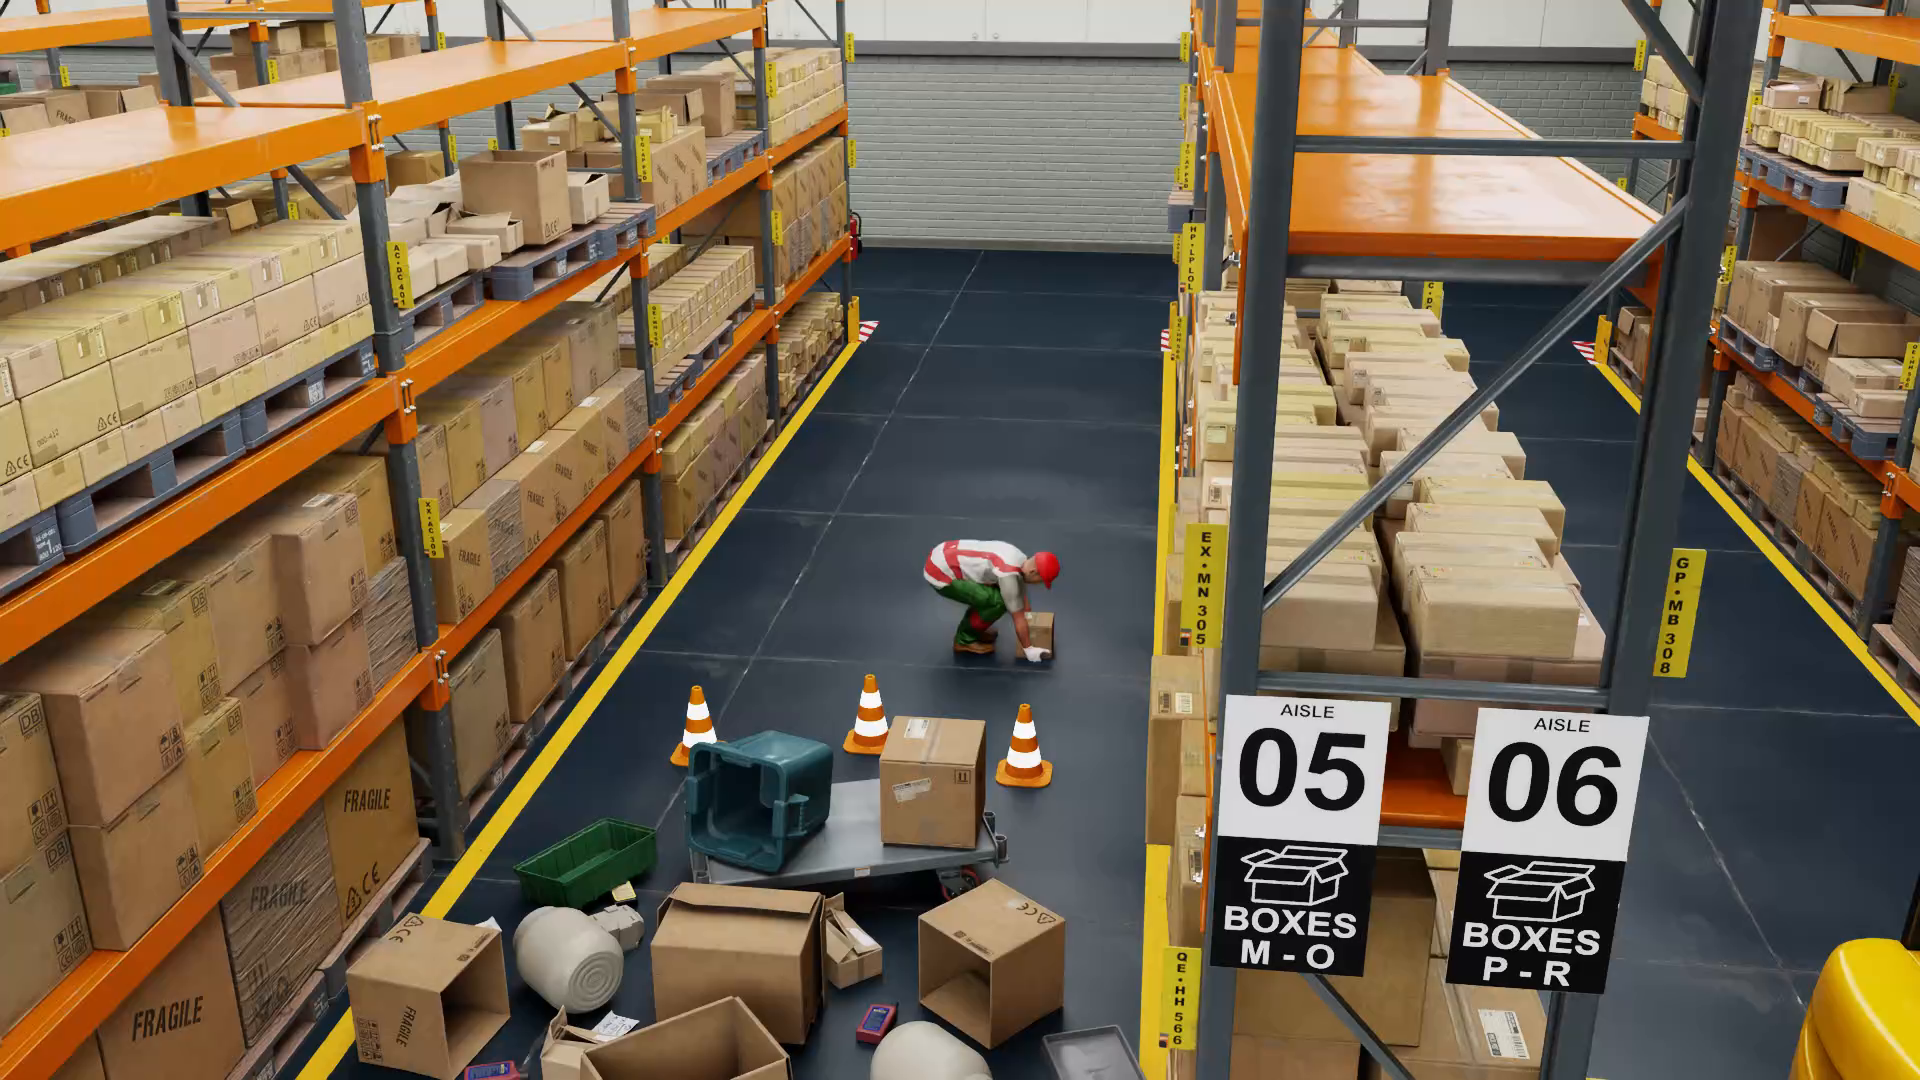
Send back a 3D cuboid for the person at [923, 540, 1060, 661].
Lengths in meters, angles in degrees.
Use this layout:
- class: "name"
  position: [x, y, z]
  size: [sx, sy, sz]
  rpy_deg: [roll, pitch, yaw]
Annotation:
- class: "person"
  position: [0.225, 0.405, 11.855]
  size: [0.966, 0.817, 0.516]
  rpy_deg: [2, 21, 5]
